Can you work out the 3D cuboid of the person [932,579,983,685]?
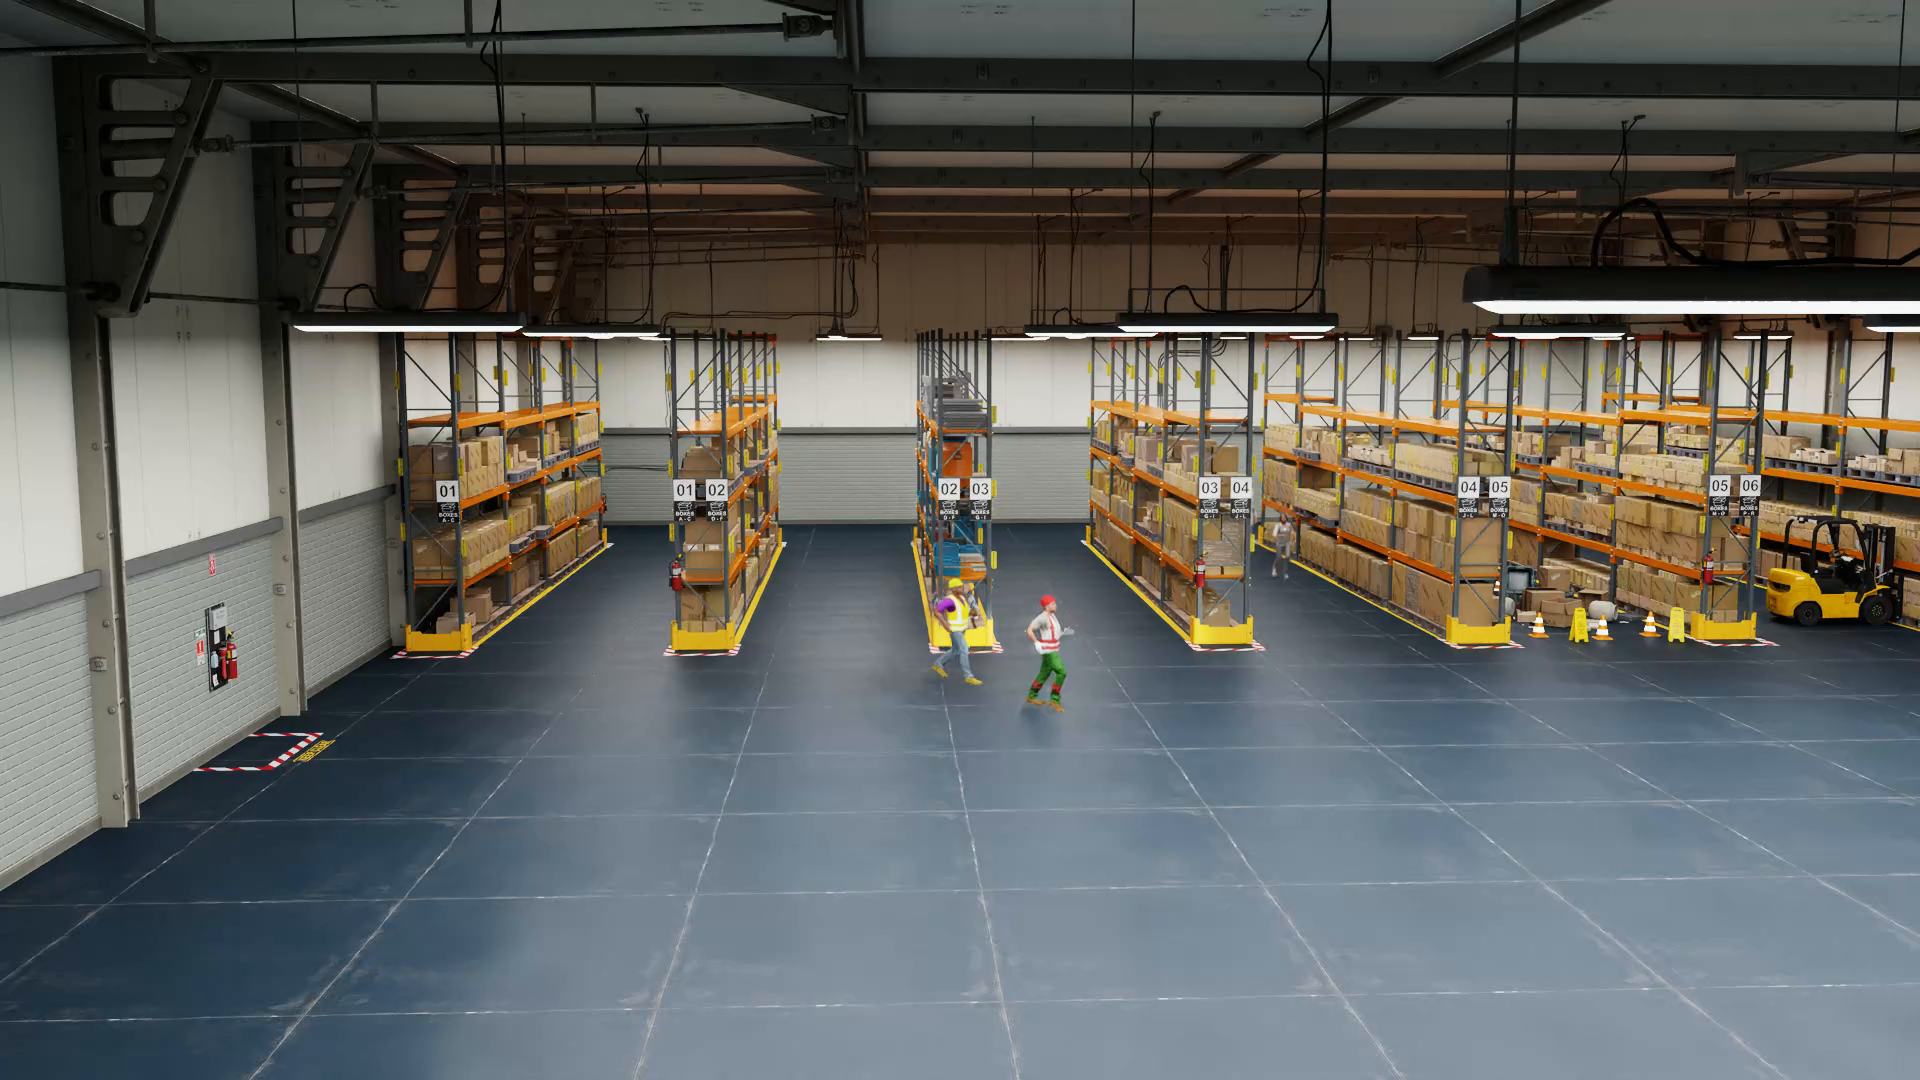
[{"bbox_3d":[-0.049,1.522,28.009,0.982,1.757,0.691,3,7,23],"label":"person"}]

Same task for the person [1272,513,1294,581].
[{"bbox_3d":[7.885,0.157,40.623,0.548,1.606,0.851,0,7,-1],"label":"person"}]

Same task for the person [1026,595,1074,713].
[{"bbox_3d":[1.395,1.778,25.986,0.774,1.846,0.643,2,7,15],"label":"person"}]

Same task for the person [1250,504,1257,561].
[{"bbox_3d":[7.574,-0.383,44.192,0.665,1.744,1.025,0,7,3],"label":"person"}]

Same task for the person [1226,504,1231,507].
[{"bbox_3d":[7.611,-0.769,48.334,0.619,1.591,0.770,-5,8,-36],"label":"person"}]
